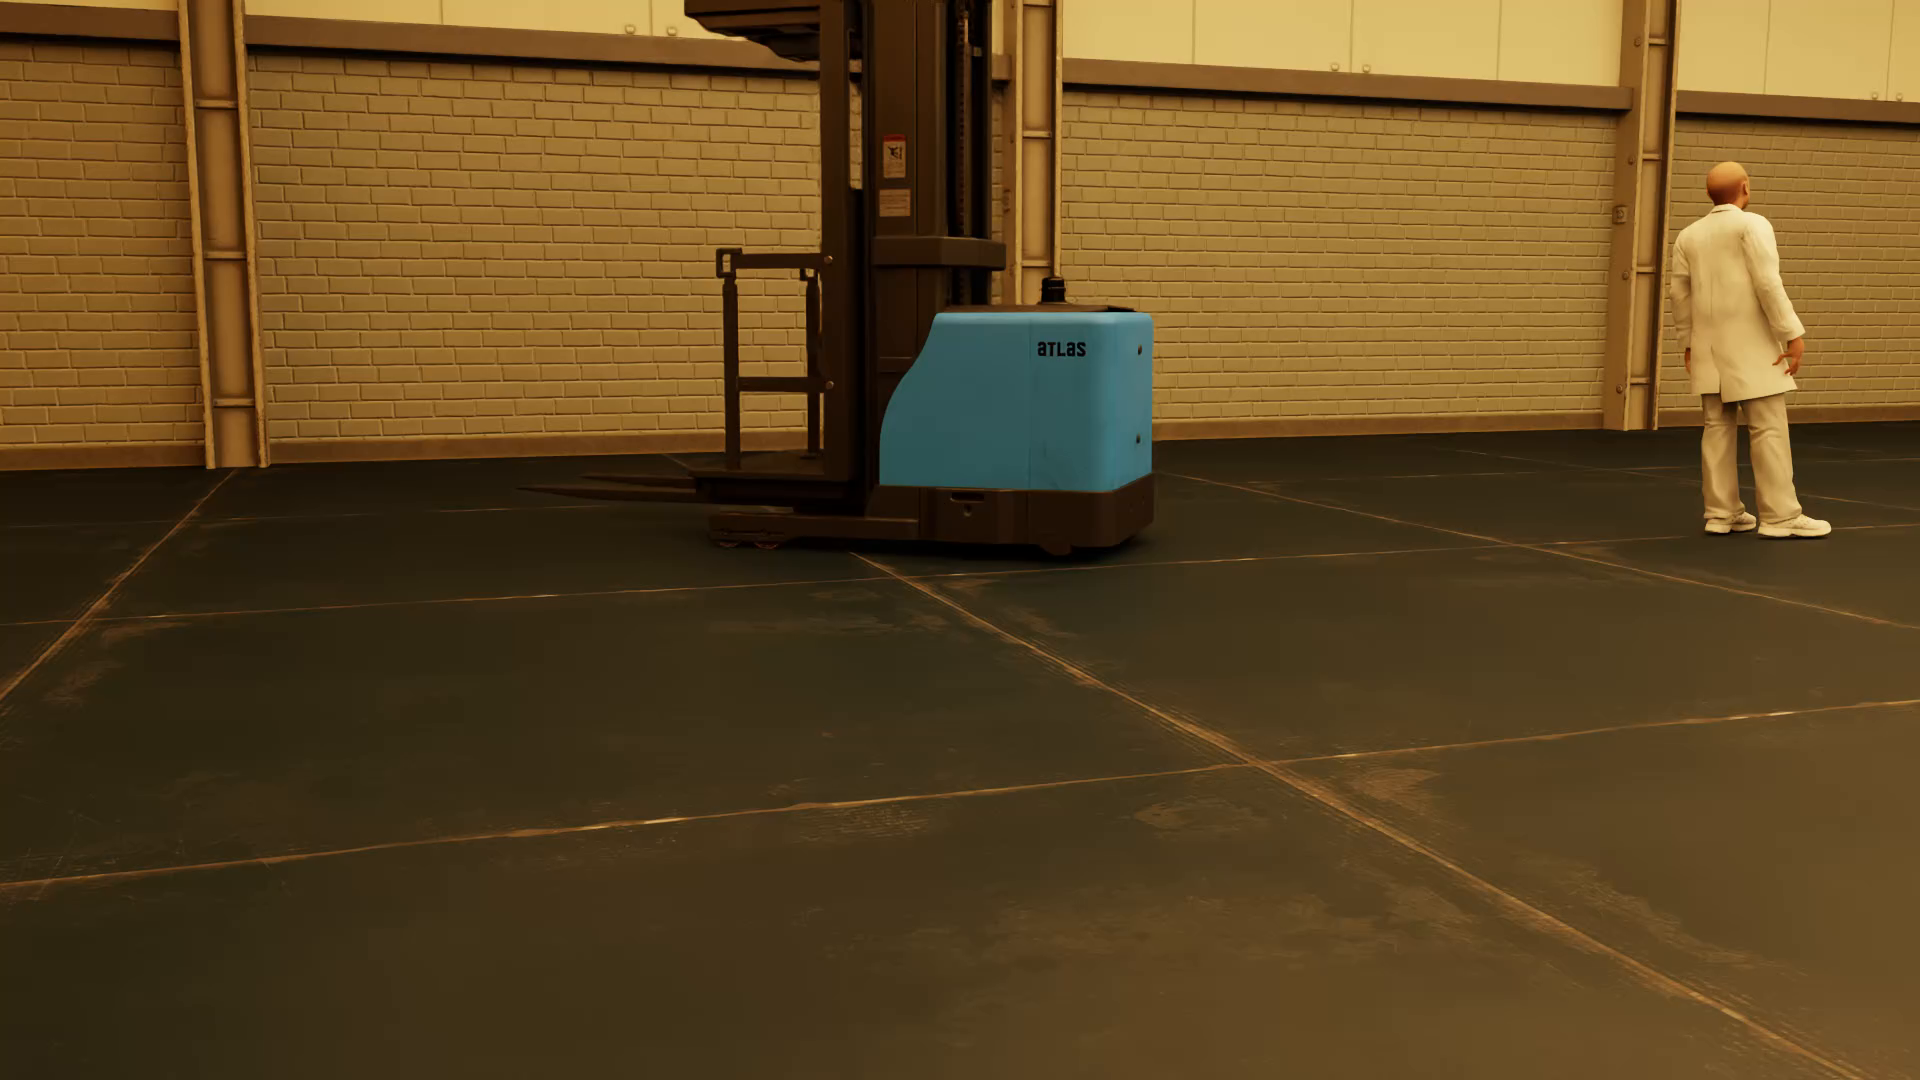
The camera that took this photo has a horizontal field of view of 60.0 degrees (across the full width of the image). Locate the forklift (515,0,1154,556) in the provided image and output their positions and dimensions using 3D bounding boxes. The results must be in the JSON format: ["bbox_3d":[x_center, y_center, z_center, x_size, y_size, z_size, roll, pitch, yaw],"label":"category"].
[{"bbox_3d":[-0.643,-1.473,7.876,3.031,2.935,1.130,2,8,17],"label":"forklift"}]

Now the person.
[{"bbox_3d":[3.814,-0.921,8.045,0.580,1.777,0.698,-4,8,-24],"label":"person"}]
